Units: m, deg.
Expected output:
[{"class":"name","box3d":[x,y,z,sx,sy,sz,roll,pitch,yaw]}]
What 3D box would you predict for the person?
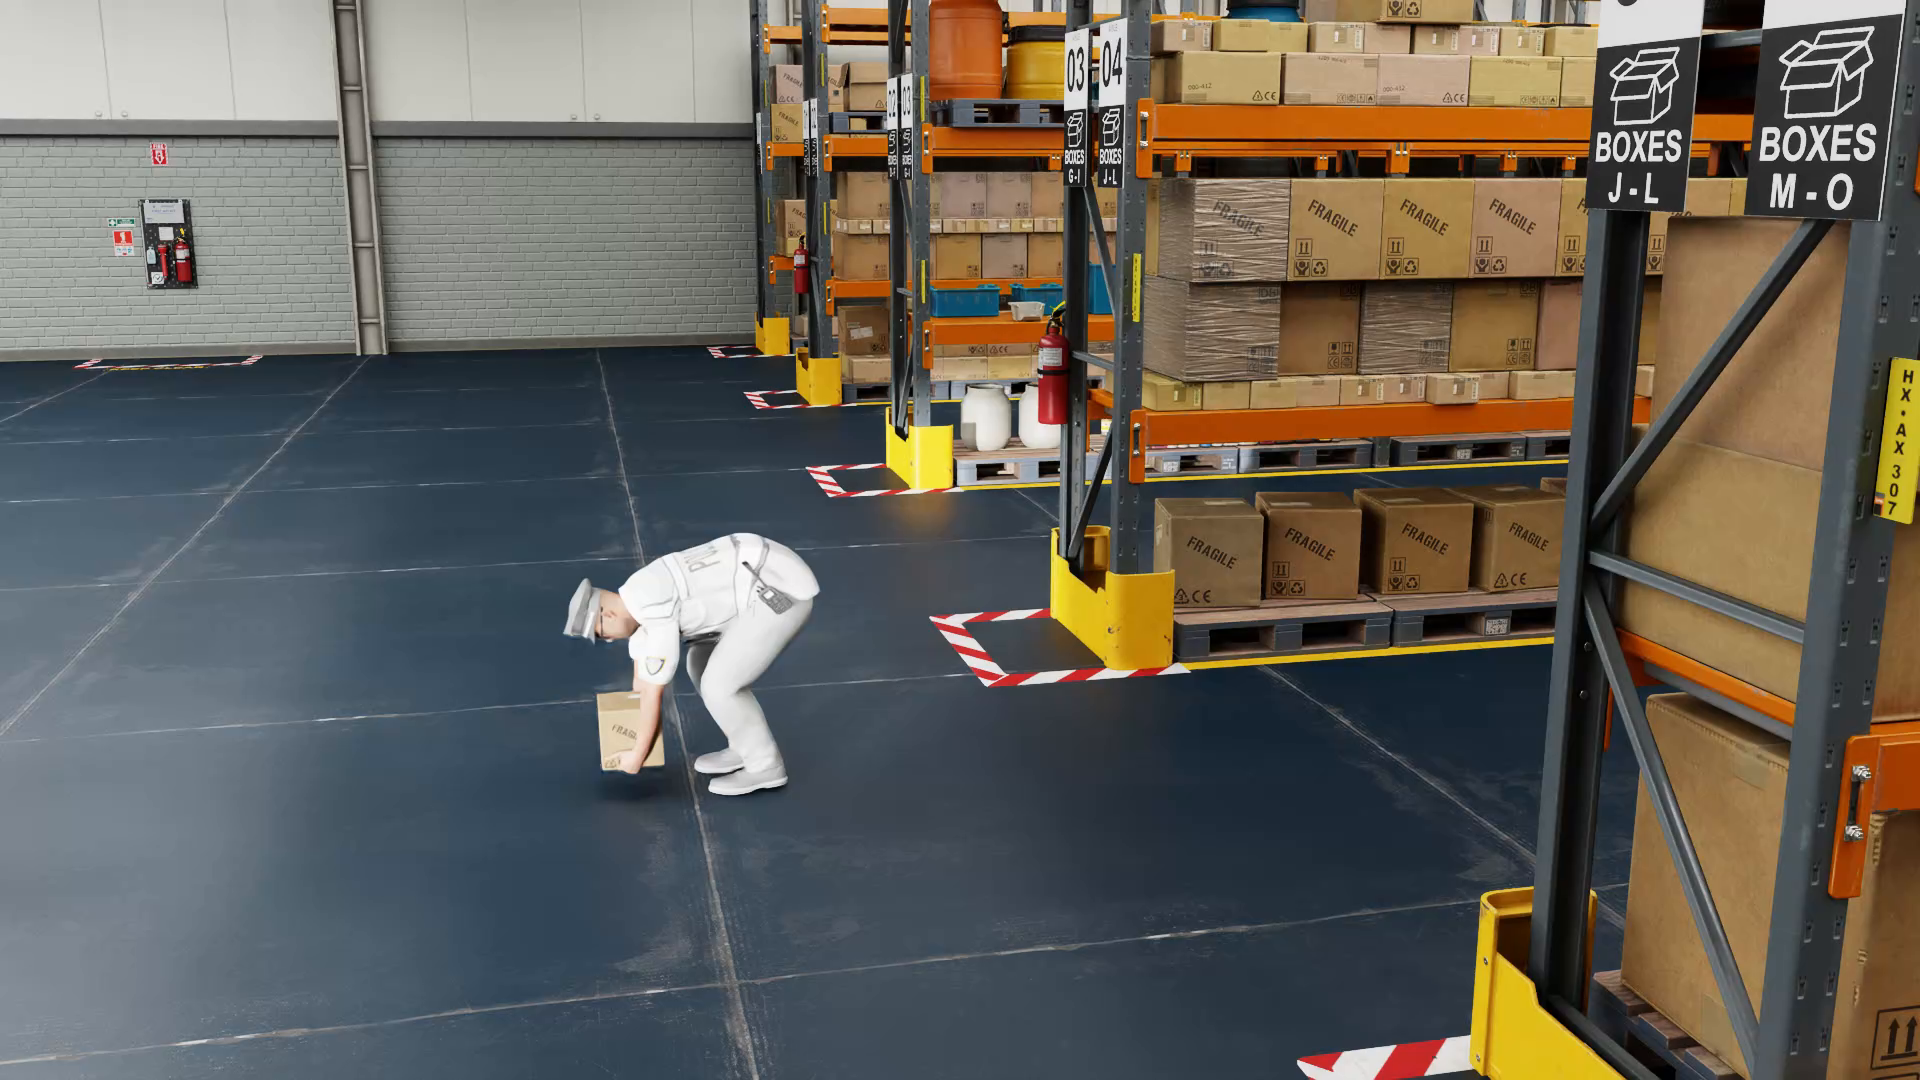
[{"class":"person","box3d":[-1.093,0.512,6.837,1.033,1.029,0.519,-4,13,-16]}]
